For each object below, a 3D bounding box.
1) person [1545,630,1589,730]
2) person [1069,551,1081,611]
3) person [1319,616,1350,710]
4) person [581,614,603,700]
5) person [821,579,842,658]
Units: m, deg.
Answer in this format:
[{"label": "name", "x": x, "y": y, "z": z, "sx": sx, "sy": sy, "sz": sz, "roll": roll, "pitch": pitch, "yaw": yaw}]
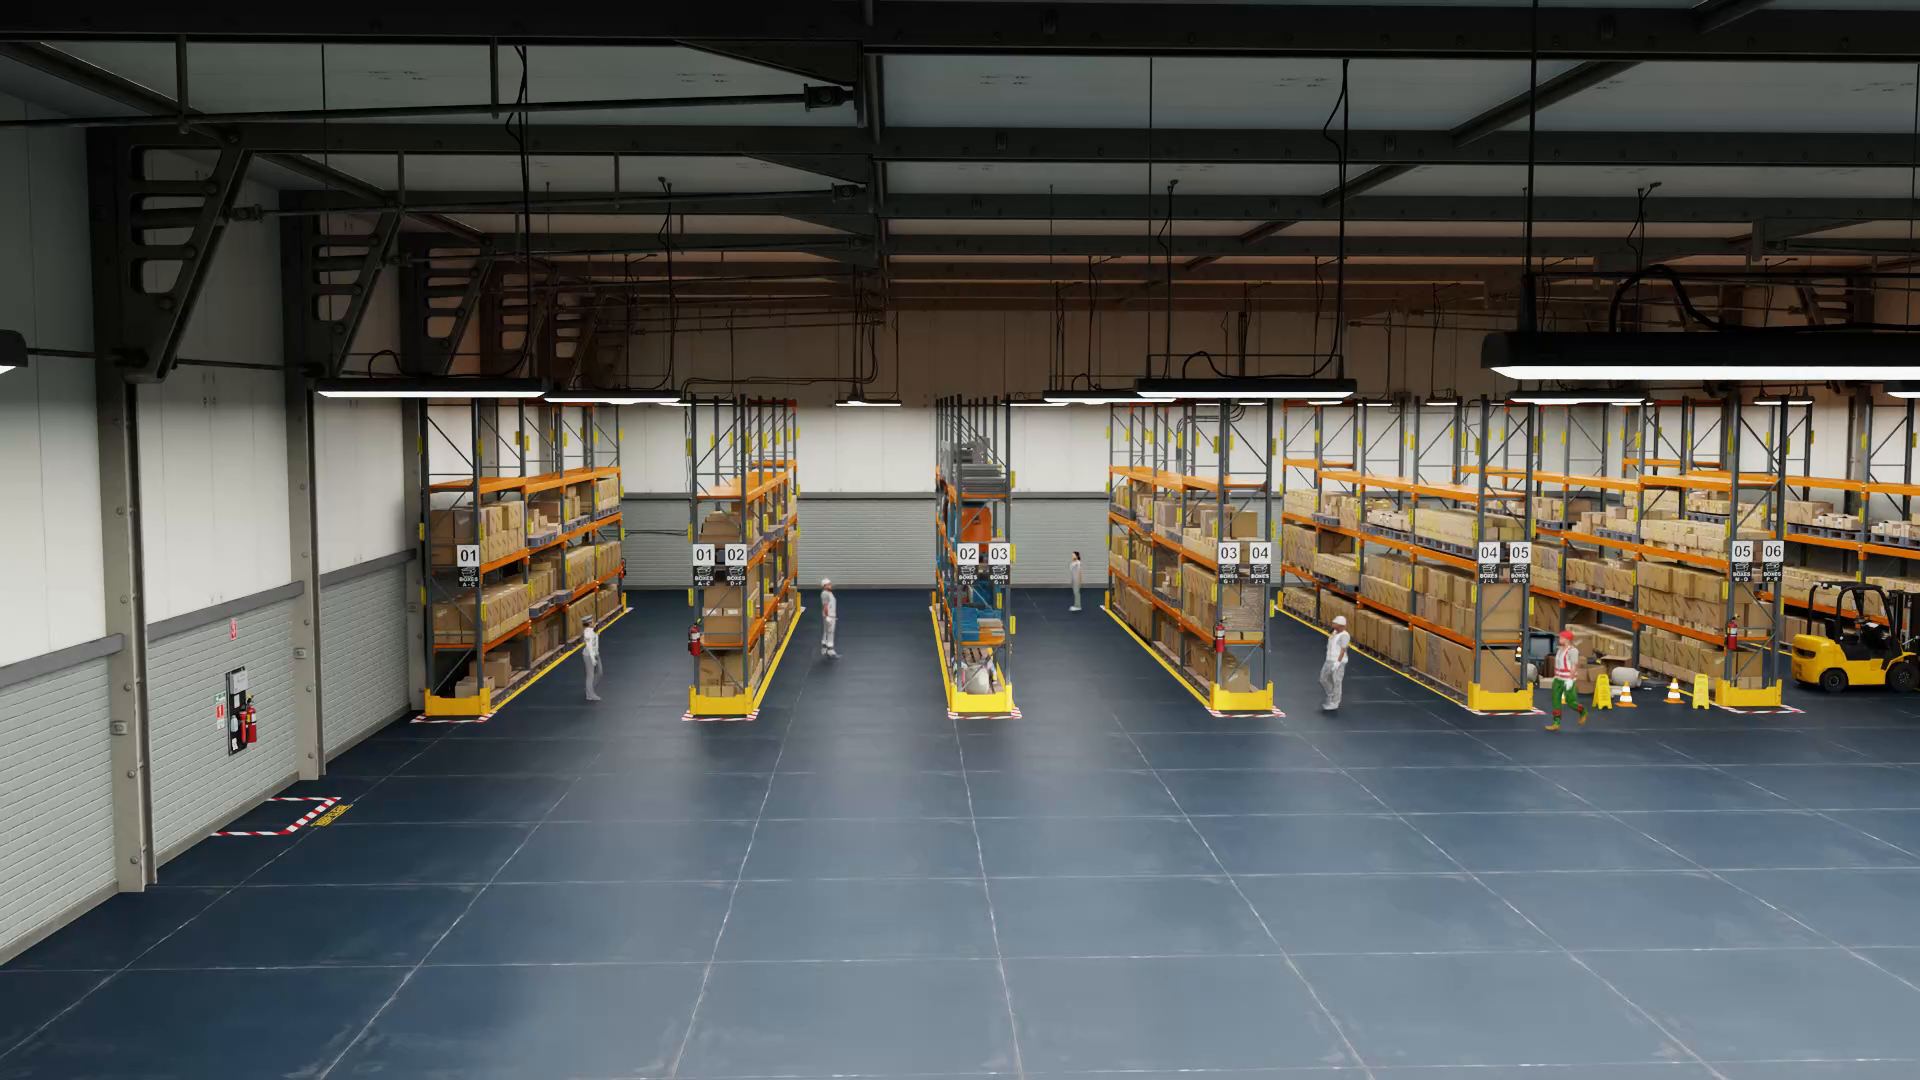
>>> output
[{"label": "person", "x": 10.825, "y": 2.497, "z": 29.645, "sx": 0.817, "sy": 1.783, "sz": 0.507, "roll": -3, "pitch": 5, "yaw": -29}, {"label": "person", "x": 3.289, "y": 1.160, "z": 47.327, "sx": 0.345, "sy": 1.682, "sz": 0.518, "roll": -1, "pitch": 5, "yaw": -18}, {"label": "person", "x": 7.156, "y": 2.342, "z": 31.754, "sx": 0.535, "sy": 1.790, "sz": 0.576, "roll": -2, "pitch": 5, "yaw": -28}, {"label": "person", "x": -7.272, "y": 2.312, "z": 32.819, "sx": 0.392, "sy": 1.700, "sz": 0.528, "roll": 1, "pitch": 5, "yaw": 6}, {"label": "person", "x": -2.956, "y": 1.789, "z": 38.064, "sx": 0.472, "sy": 1.799, "sz": 0.584, "roll": -1, "pitch": 5, "yaw": -10}]
